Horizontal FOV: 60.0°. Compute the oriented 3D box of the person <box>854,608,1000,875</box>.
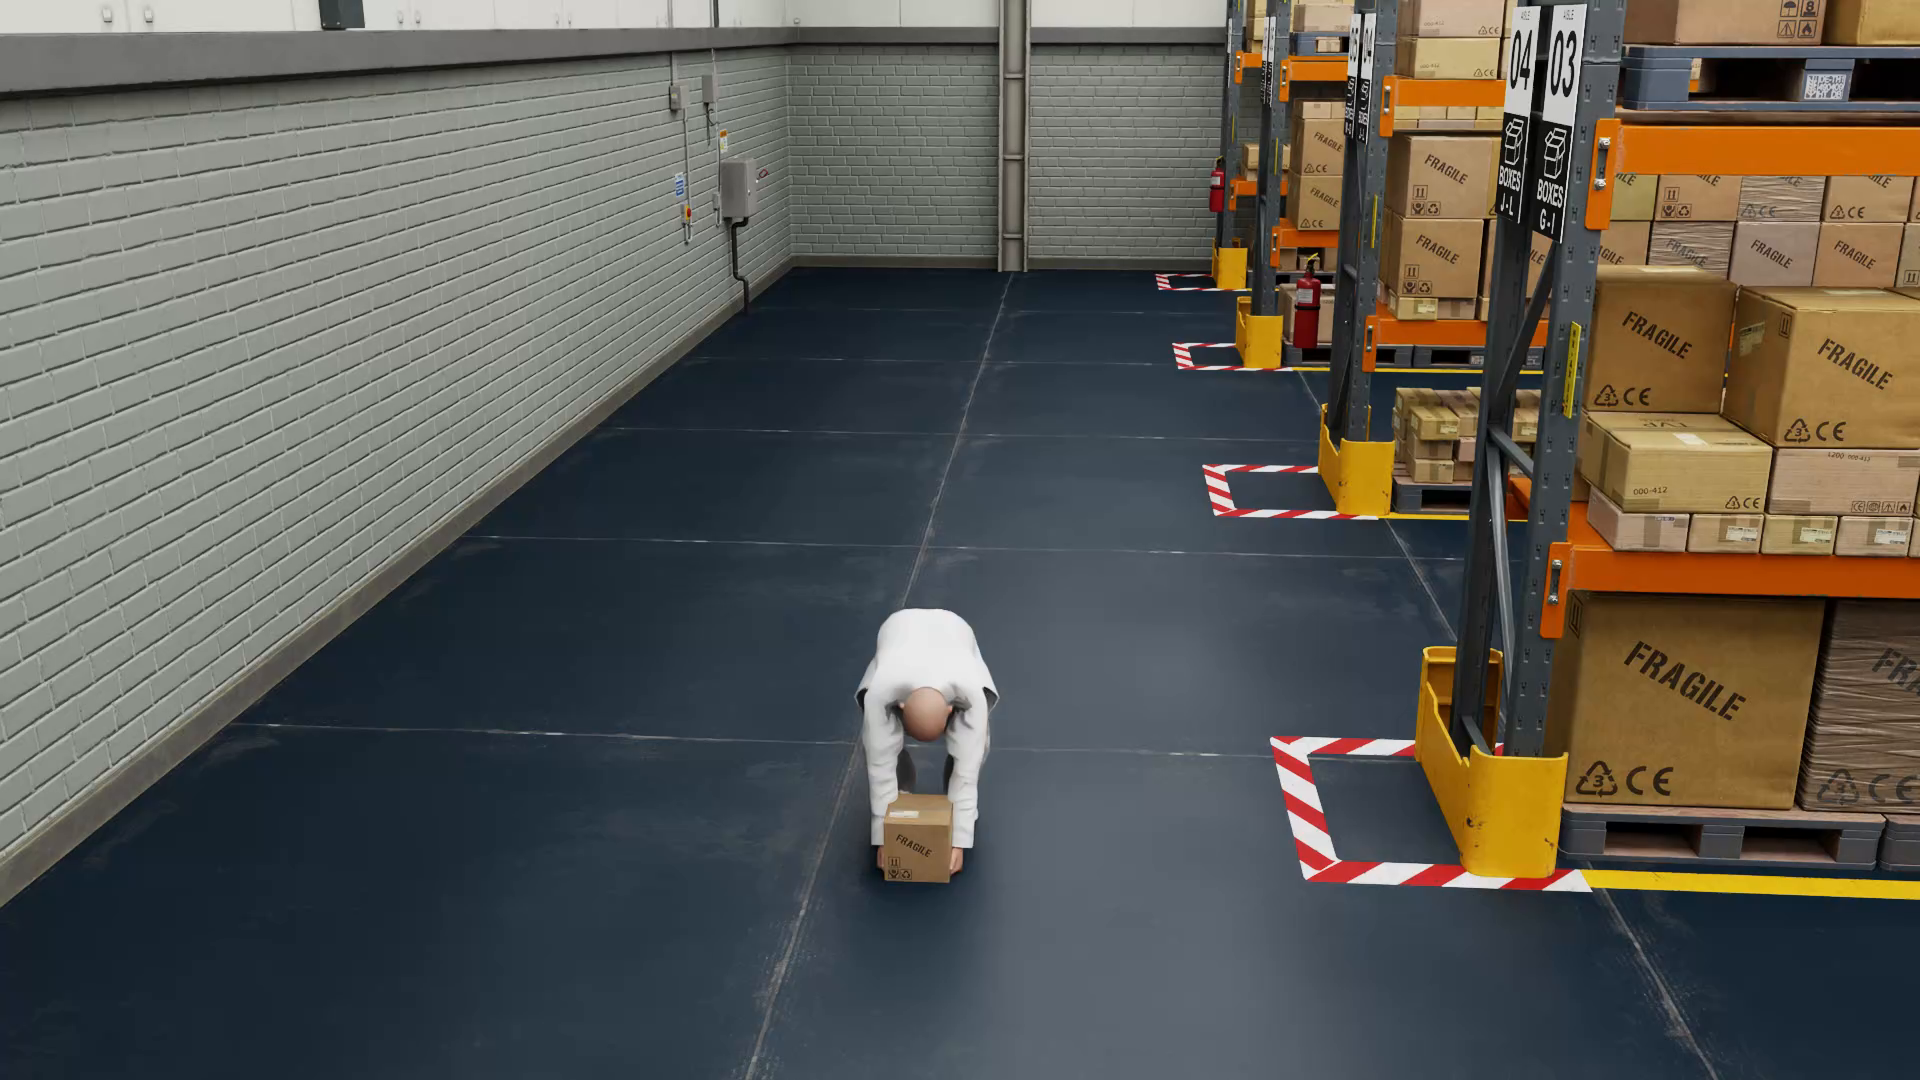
[{"bbox_3d":[-0.139,0.769,6.669,0.590,0.881,0.953,1,17,2],"label":"person"}]
